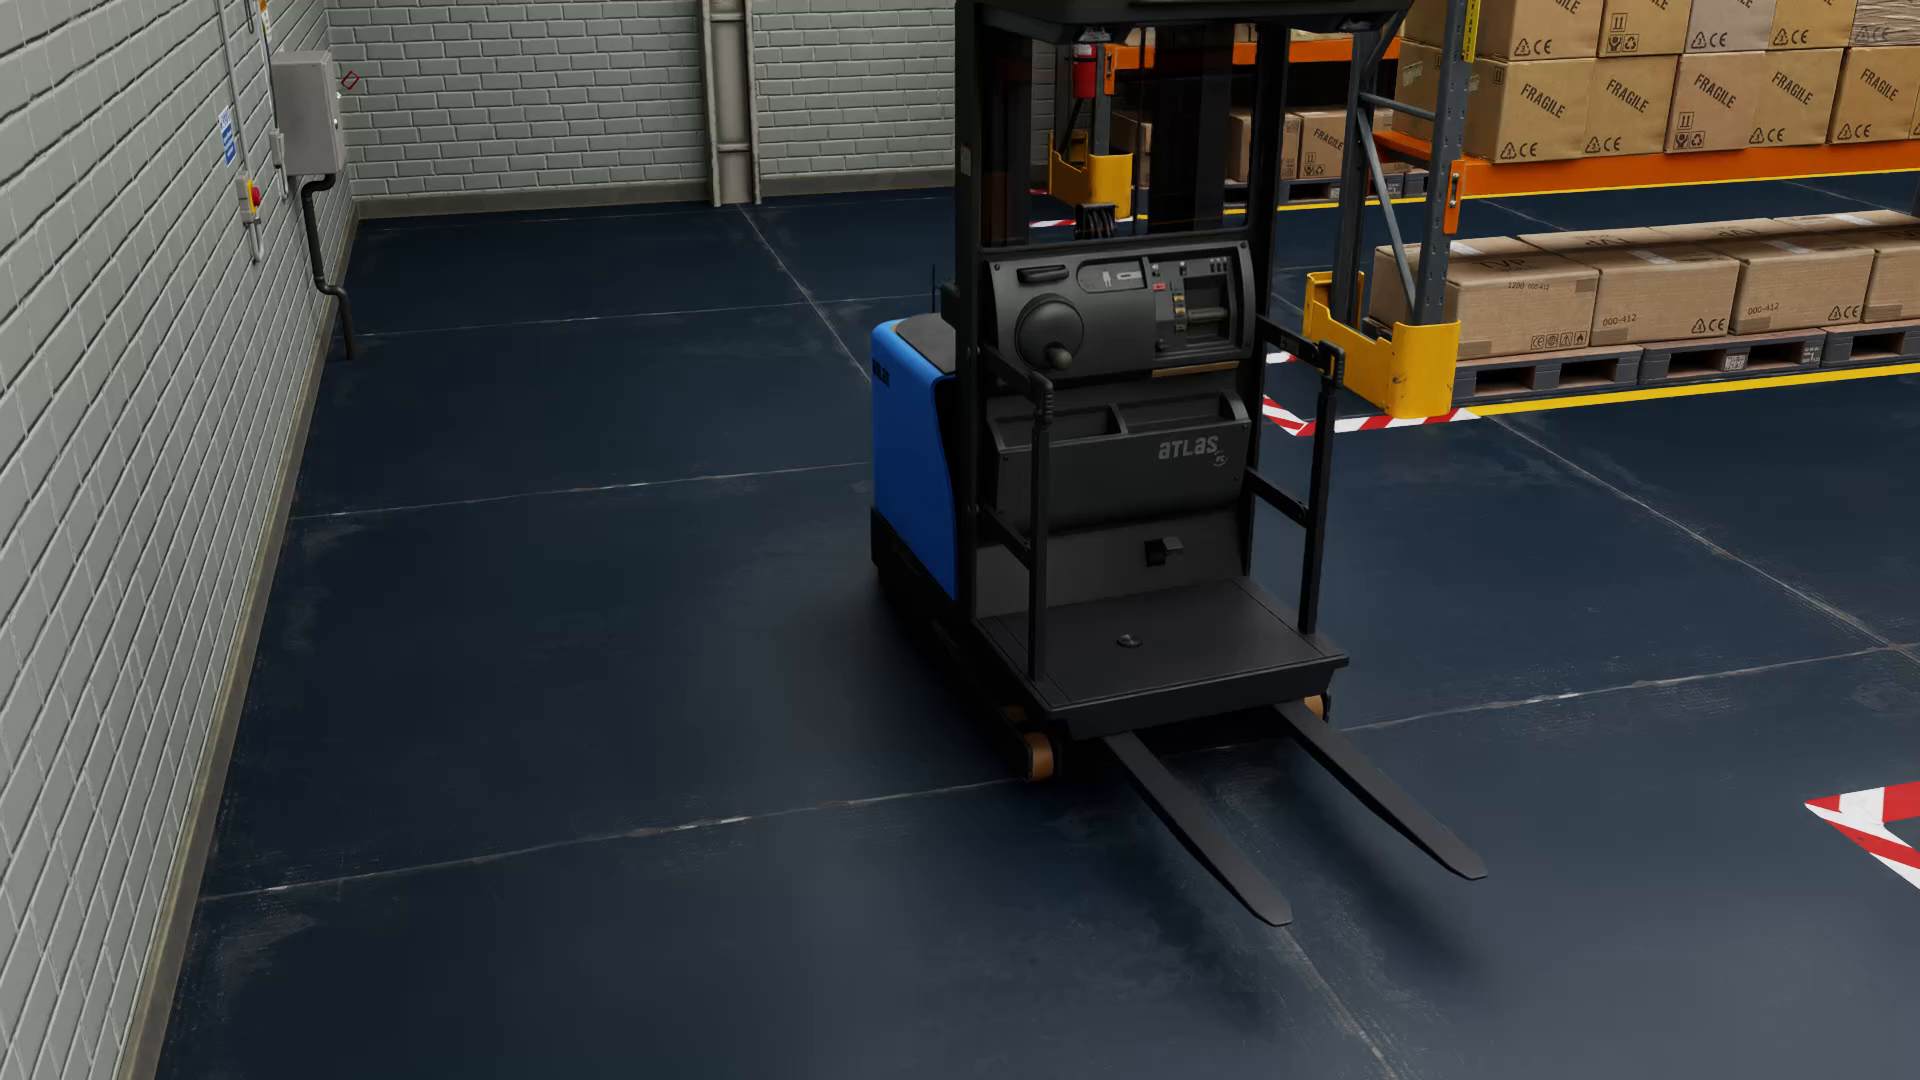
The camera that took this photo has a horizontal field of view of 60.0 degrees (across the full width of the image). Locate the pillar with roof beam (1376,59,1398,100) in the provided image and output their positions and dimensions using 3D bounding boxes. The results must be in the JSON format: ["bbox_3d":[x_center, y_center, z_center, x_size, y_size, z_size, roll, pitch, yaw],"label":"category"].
[{"bbox_3d":[5.073,-5.949,9.703,0.400,9.000,9.100,-6,24,-14],"label":"pillar with roof beam"}]

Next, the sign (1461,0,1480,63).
[{"bbox_3d":[2.461,-2.472,8.008,0.005,0.325,0.100,-6,24,-14],"label":"sign"}]

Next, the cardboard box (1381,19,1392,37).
[{"bbox_3d":[3.320,-4.200,13.553,0.250,0.149,0.380,-6,24,-14],"label":"cardboard box"}]

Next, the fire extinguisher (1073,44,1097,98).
[{"bbox_3d":[0.956,-3.735,12.721,0.183,0.674,0.296,-6,24,-14],"label":"fire extinguisher"}]

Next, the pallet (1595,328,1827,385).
[{"bbox_3d":[4.238,-1.211,9.804,1.213,0.211,1.003,-6,24,-14],"label":"pallet"}]

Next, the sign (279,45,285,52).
[{"bbox_3d":[-3.865,-2.574,9.565,0.001,0.494,0.329,-6,24,-14],"label":"sign"}]

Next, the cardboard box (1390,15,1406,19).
[{"bbox_3d":[3.438,-4.373,13.450,0.500,0.250,0.500,-6,24,-15],"label":"cardboard box"}]

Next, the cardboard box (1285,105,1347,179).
[{"bbox_3d":[2.957,-3.301,13.776,0.500,0.500,0.500,-6,24,-13],"label":"cardboard box"}]

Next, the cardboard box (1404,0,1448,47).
[{"bbox_3d":[2.717,-2.896,8.800,0.500,0.500,0.500,-6,24,-13],"label":"cardboard box"}]

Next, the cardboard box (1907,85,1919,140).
[{"bbox_3d":[5.297,-2.517,9.186,0.500,0.500,0.500,-7,24,-16],"label":"cardboard box"}]

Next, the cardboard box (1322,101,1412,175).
[{"bbox_3d":[3.420,-3.393,13.991,0.500,0.500,0.700,-7,24,-16],"label":"cardboard box"}]

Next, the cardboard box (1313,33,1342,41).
[{"bbox_3d":[2.865,-4.102,13.325,0.250,0.149,0.380,-6,24,-13],"label":"cardboard box"}]

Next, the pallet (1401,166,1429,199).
[{"bbox_3d":[4.163,-3.204,14.451,1.213,0.211,1.003,-6,24,-14],"label":"pallet"}]

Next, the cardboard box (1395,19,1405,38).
[{"bbox_3d":[3.599,-4.185,13.518,0.250,0.149,0.380,-7,24,-15],"label":"cardboard box"}]

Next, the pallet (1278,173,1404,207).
[{"bbox_3d":[2.986,-3.073,14.145,1.213,0.211,1.003,-6,24,-14],"label":"pallet"}]

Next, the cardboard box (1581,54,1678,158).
[{"bbox_3d":[3.337,-2.301,8.682,0.500,0.500,0.500,-7,24,-15],"label":"cardboard box"}]

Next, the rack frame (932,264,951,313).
[{"bbox_3d":[-0.077,-0.545,6.998,0.006,1.200,0.240,-7,24,-17],"label":"rack frame"}]

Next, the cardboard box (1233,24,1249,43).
[{"bbox_3d":[2.099,-4.038,13.174,0.250,0.149,0.380,-6,24,-13],"label":"cardboard box"}]

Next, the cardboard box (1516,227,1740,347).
[{"bbox_3d":[3.805,-1.473,9.596,0.875,0.438,0.875,-6,24,-13],"label":"cardboard box"}]

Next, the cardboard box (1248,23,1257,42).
[{"bbox_3d":[2.354,-4.068,13.245,0.250,0.149,0.380,-6,24,-14],"label":"cardboard box"}]

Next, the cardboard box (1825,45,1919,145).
[{"bbox_3d":[4.817,-2.458,9.048,0.500,0.500,0.500,-7,24,-15],"label":"cardboard box"}]

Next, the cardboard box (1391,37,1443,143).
[{"bbox_3d":[2.710,-2.446,9.021,0.500,0.500,0.500,-6,24,-14],"label":"cardboard box"}]

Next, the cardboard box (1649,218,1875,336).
[{"bbox_3d":[4.673,-1.569,9.818,0.875,0.438,0.875,-7,24,-16],"label":"cardboard box"}]

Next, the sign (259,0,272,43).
[{"bbox_3d":[-3.717,-2.789,8.898,0.001,0.242,0.339,-6,24,-14],"label":"sign"}]

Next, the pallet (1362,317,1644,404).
[{"bbox_3d":[3.066,-1.082,9.504,1.213,0.211,1.003,-6,24,-14],"label":"pallet"}]

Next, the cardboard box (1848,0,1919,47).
[{"bbox_3d":[4.811,-2.916,8.848,0.500,0.500,0.500,-6,24,-14],"label":"cardboard box"}]

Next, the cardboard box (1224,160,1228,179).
[{"bbox_3d":[2.007,-3.075,13.696,0.250,0.149,0.380,-7,24,-16],"label":"cardboard box"}]

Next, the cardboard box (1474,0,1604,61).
[{"bbox_3d":[2.856,-2.697,8.337,0.500,0.500,0.500,-7,24,-16],"label":"cardboard box"}]

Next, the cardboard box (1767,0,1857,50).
[{"bbox_3d":[4.326,-2.866,8.730,0.500,0.500,0.500,-6,24,-14],"label":"cardboard box"}]

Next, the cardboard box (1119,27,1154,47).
[{"bbox_3d":[1.364,-3.948,12.966,0.250,0.149,0.380,-6,24,-15],"label":"cardboard box"}]

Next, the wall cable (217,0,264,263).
[{"bbox_3d":[-3.105,-2.120,7.060,0.123,1.953,0.585,-6,24,-14],"label":"wall cable"}]

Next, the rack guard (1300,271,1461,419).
[{"bbox_3d":[2.294,-1.097,9.173,0.348,0.500,1.175,-6,24,-14],"label":"rack guard"}]

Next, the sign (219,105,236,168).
[{"bbox_3d":[-3.151,-1.738,7.155,0.001,0.218,0.327,-6,24,-14],"label":"sign"}]

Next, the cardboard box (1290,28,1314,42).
[{"bbox_3d":[2.617,-4.066,13.242,0.250,0.149,0.380,-7,24,-16],"label":"cardboard box"}]

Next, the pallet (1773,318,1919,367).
[{"bbox_3d":[5.415,-1.342,10.110,1.213,0.211,1.003,-6,24,-14],"label":"pallet"}]

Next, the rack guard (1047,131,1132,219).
[{"bbox_3d":[1.046,-2.992,13.589,0.348,0.500,1.175,-6,24,-14],"label":"rack guard"}]

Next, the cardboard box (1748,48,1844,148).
[{"bbox_3d":[4.309,-2.408,8.932,0.500,0.500,0.500,-6,24,-13],"label":"cardboard box"}]

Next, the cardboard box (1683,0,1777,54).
[{"bbox_3d":[3.845,-2.813,8.606,0.500,0.500,0.500,-6,24,-15],"label":"cardboard box"}]

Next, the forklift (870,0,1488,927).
[{"bbox_3d":[0.615,-0.741,5.259,1.130,2.935,3.031,-8,25,-18],"label":"forklift"}]

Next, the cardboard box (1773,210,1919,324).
[{"bbox_3d":[5.535,-1.664,10.041,0.875,0.438,0.875,-7,24,-15],"label":"cardboard box"}]

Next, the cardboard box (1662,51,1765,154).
[{"bbox_3d":[3.831,-2.349,8.792,0.500,0.500,0.500,-6,24,-15],"label":"cardboard box"}]

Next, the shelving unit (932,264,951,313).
[{"bbox_3d":[0.010,-0.556,7.025,0.189,1.200,0.258,-7,24,-17],"label":"shelving unit"}]

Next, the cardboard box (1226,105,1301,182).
[{"bbox_3d":[2.421,-3.282,13.733,0.500,0.500,0.700,-5,24,-12],"label":"cardboard box"}]

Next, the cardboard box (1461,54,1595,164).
[{"bbox_3d":[2.857,-2.237,8.532,0.500,0.500,0.500,-7,24,-15],"label":"cardboard box"}]

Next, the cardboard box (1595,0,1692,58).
[{"bbox_3d":[3.352,-2.755,8.471,0.500,0.500,0.500,-7,24,-16],"label":"cardboard box"}]

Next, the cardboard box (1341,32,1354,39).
[{"bbox_3d":[3.095,-4.156,13.450,0.250,0.149,0.380,-6,24,-14],"label":"cardboard box"}]

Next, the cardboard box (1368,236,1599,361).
[{"bbox_3d":[2.926,-1.372,9.361,0.875,0.438,0.875,-7,24,-16],"label":"cardboard box"}]

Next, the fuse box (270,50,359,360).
[{"bbox_3d":[-3.533,-1.860,9.415,0.414,1.711,0.539,-6,24,-14],"label":"fuse box"}]

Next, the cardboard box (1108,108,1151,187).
[{"bbox_3d":[1.587,-3.208,13.555,0.637,0.503,0.797,-7,24,-16],"label":"cardboard box"}]

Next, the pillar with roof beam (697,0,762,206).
[{"bbox_3d":[-0.704,-5.310,8.214,0.400,9.000,9.100,-6,24,-14],"label":"pillar with roof beam"}]

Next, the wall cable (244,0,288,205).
[{"bbox_3d":[-3.500,-2.643,8.318,0.122,1.984,0.588,-6,24,-14],"label":"wall cable"}]

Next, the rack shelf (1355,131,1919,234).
[{"bbox_3d":[4.243,-2.131,9.325,4.000,0.370,1.077,-6,24,-14],"label":"rack shelf"}]

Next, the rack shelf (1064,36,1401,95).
[{"bbox_3d":[2.899,-4.015,13.716,4.000,0.370,1.077,-6,24,-14],"label":"rack shelf"}]

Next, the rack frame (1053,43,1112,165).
[{"bbox_3d":[0.973,-4.133,13.077,0.127,3.000,1.000,-6,24,-14],"label":"rack frame"}]

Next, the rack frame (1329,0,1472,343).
[{"bbox_3d":[2.317,-2.249,8.687,0.127,3.000,1.000,-6,24,-14],"label":"rack frame"}]

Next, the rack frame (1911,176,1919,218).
[{"bbox_3d":[6.169,-2.675,9.679,0.127,3.000,1.000,-6,24,-14],"label":"rack frame"}]

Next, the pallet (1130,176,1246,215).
[{"bbox_3d":[1.813,-2.945,13.845,1.213,0.211,1.003,-6,24,-14],"label":"pallet"}]
